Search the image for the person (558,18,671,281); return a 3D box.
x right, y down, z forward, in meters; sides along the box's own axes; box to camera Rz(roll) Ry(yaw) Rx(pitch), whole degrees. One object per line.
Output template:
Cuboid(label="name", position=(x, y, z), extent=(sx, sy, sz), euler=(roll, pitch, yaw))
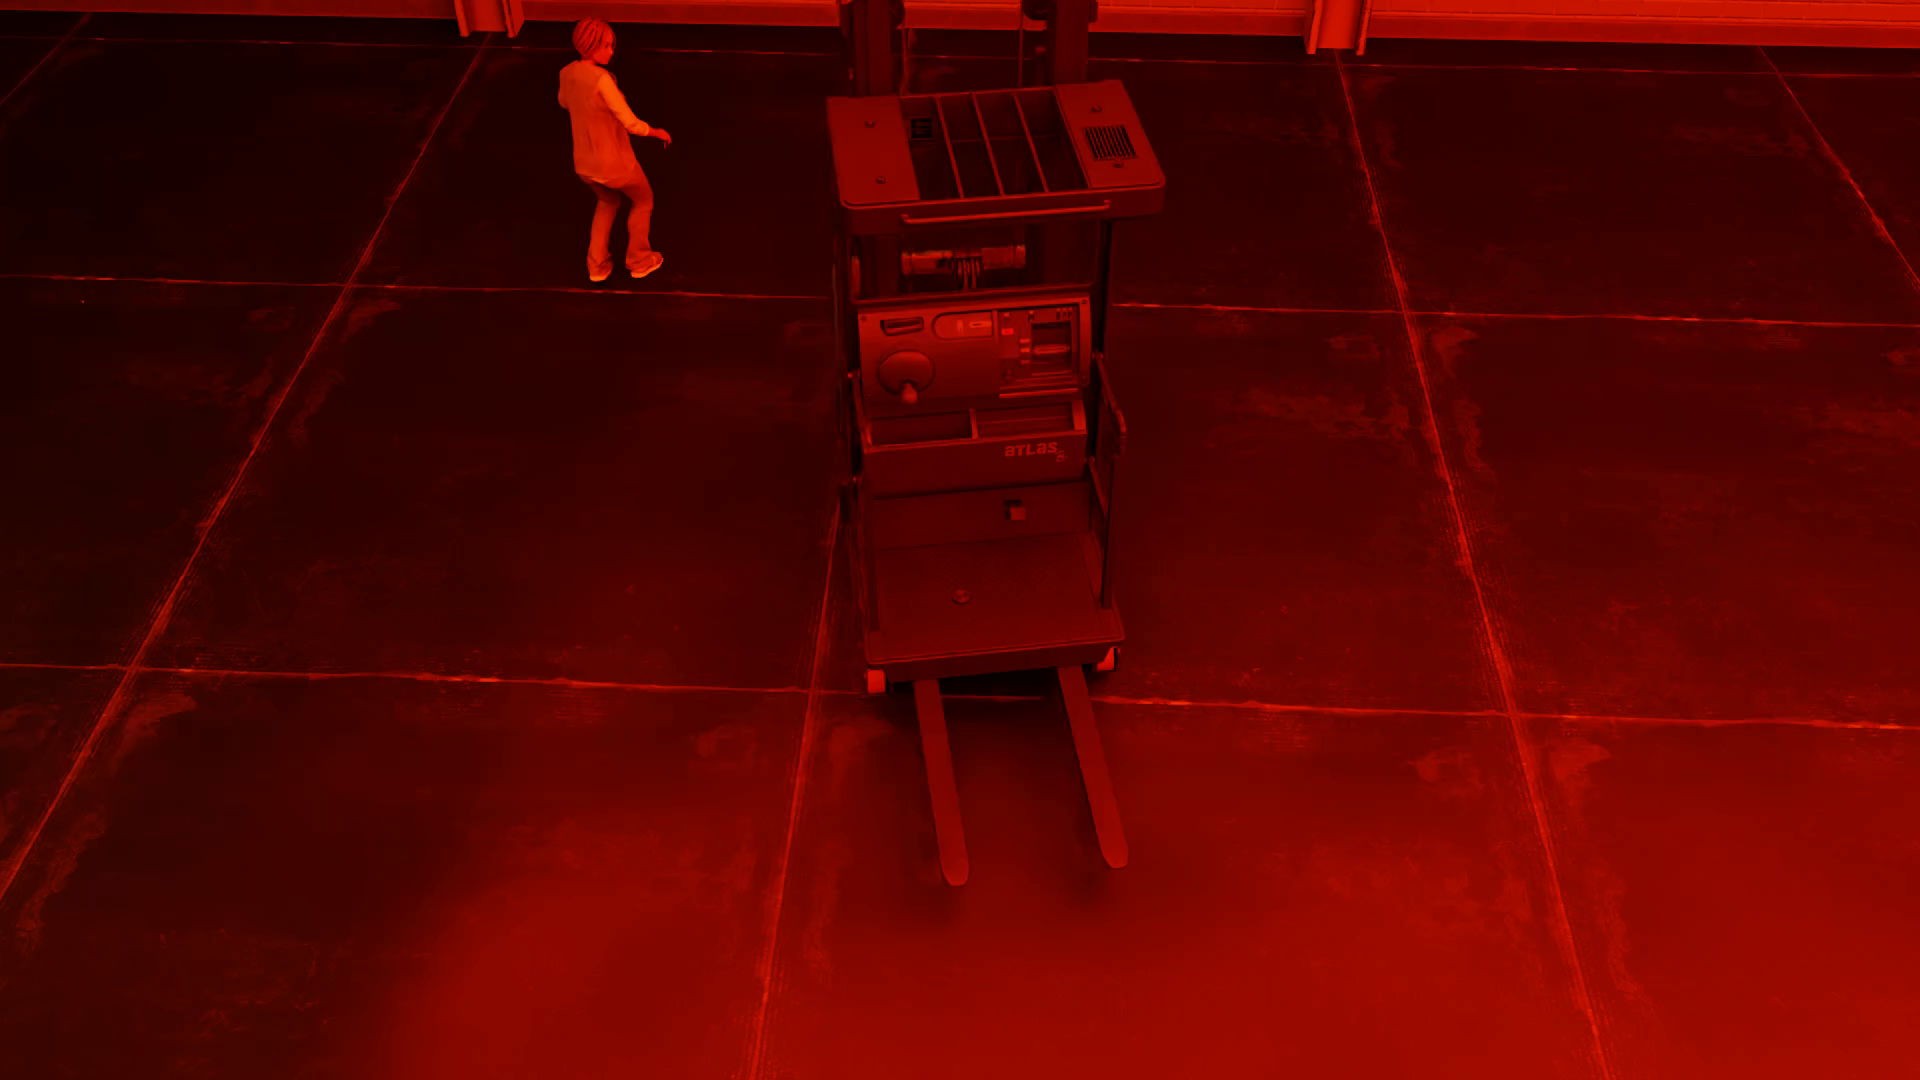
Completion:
Cuboid(label="person", position=(-1.896, -2.115, 9.128), extent=(0.657, 1.549, 0.570), euler=(21, 46, 22))

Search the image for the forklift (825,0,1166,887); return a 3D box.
Cuboid(label="forklift", position=(0.092, -0.674, 6.480), extent=(1.130, 2.935, 3.031), euler=(-5, 43, -6))
